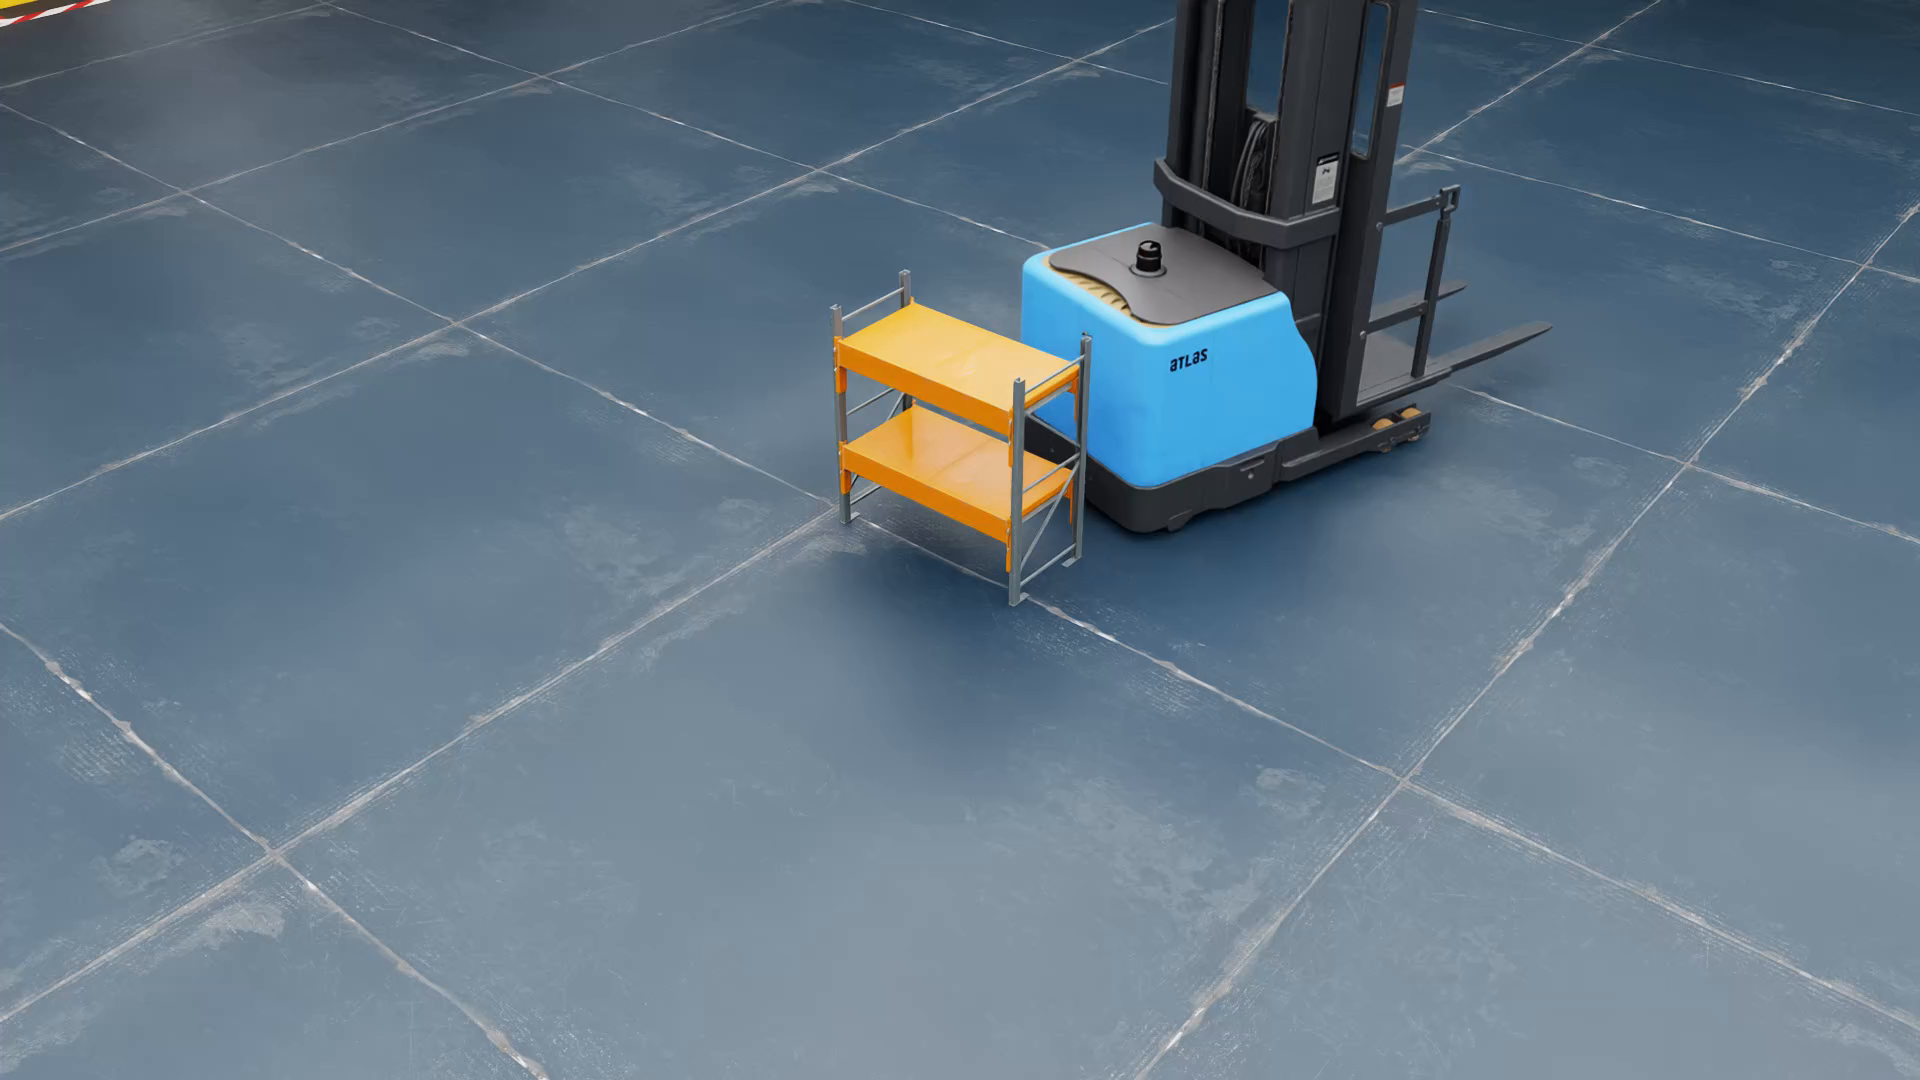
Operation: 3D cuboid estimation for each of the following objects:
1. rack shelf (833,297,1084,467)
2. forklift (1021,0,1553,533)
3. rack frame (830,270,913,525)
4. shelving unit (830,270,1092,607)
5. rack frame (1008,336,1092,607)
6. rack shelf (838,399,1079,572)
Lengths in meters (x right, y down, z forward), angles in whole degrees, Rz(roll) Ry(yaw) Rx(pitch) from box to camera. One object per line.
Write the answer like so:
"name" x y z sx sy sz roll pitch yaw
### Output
"rack shelf" -0.005 -0.707 7.269 1.000 0.278 0.538 25 42 32
"forklift" 1.789 -1.880 7.899 3.031 2.935 1.130 -21 39 -27
"rack frame" -0.396 -0.650 7.703 0.032 1.125 0.500 25 42 32
"shelving unit" -0.005 -0.466 7.435 1.048 1.125 0.538 25 42 32
"rack frame" 0.385 -0.282 7.167 0.032 1.125 0.500 25 42 32
"rack shelf" -0.005 -0.265 7.574 1.000 0.278 0.538 25 42 32
